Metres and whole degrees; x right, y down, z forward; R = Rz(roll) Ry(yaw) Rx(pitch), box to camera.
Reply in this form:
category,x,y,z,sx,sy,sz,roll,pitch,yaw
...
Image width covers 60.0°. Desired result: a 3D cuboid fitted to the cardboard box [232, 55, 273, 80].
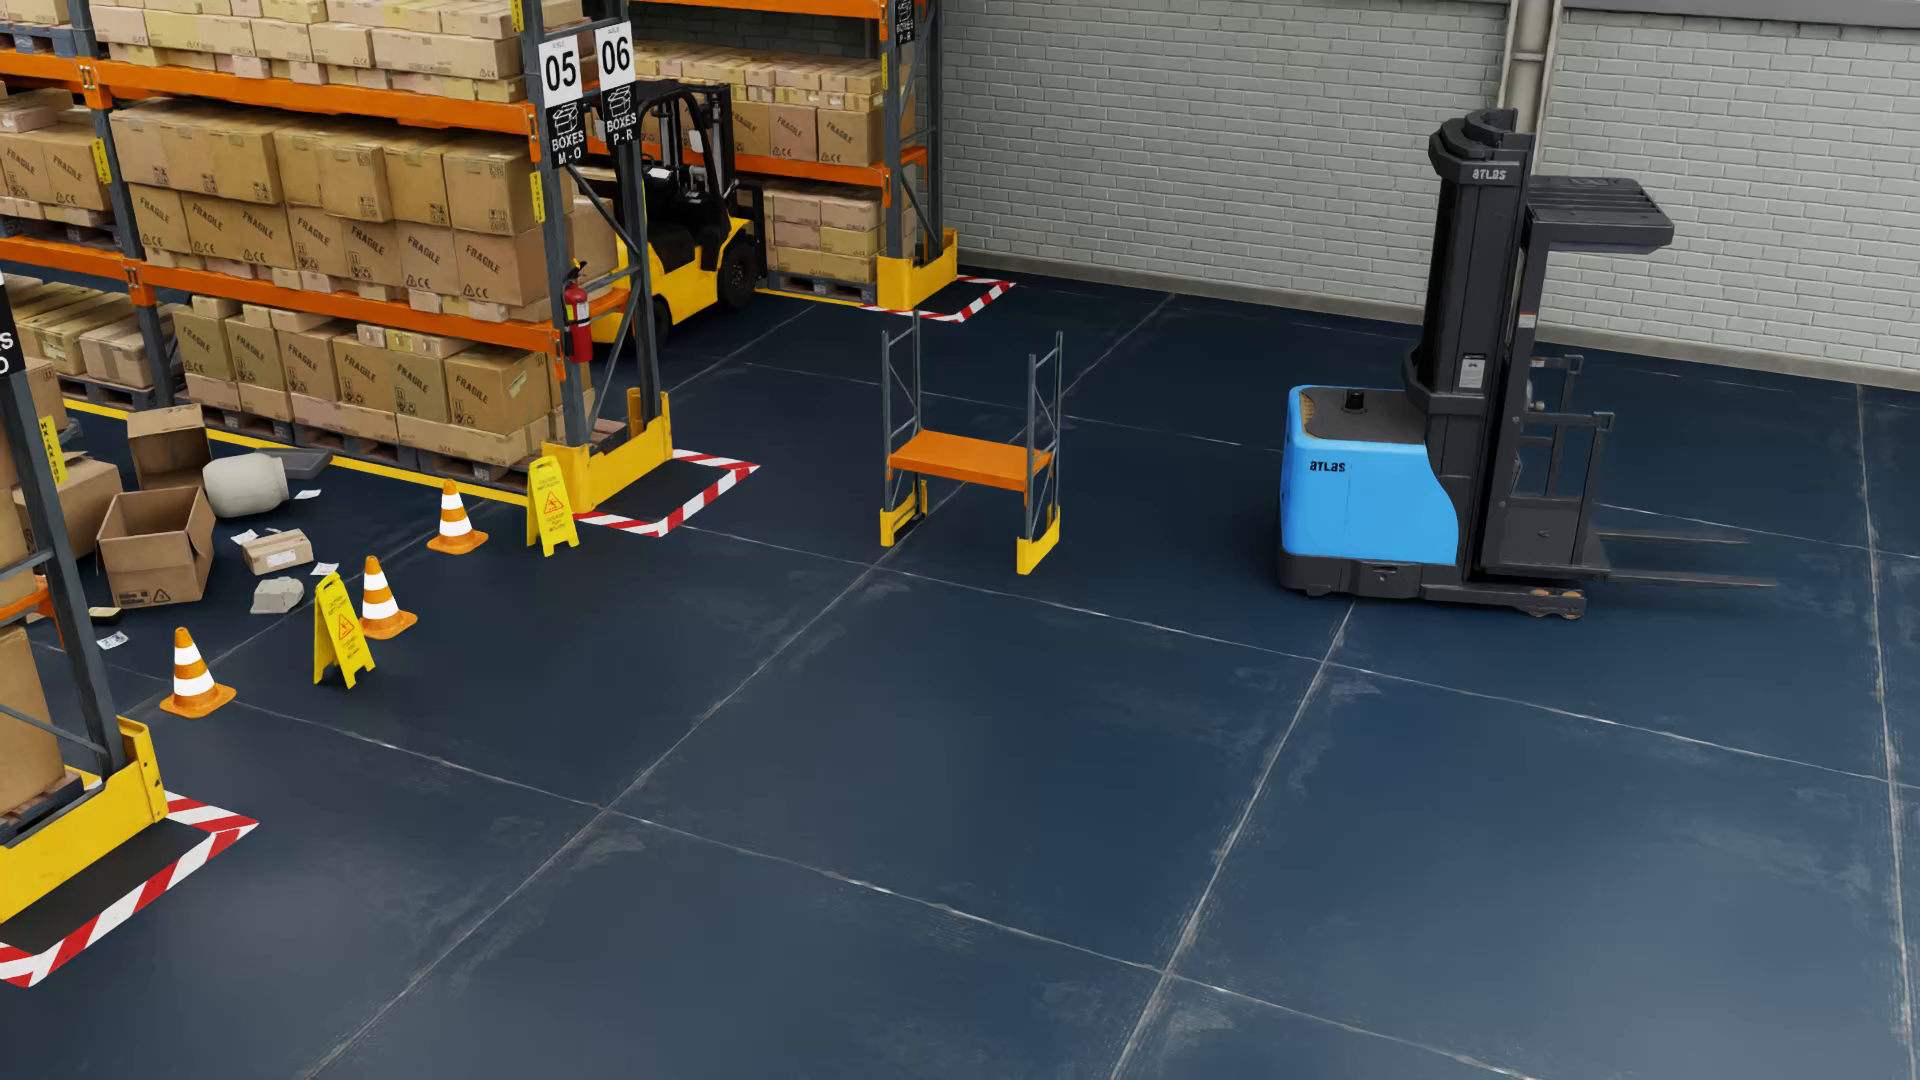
category,x,y,z,sx,sy,sz,roll,pitch,yaw
cardboard box,-4.804,-3.311,11.537,0.250,0.149,0.380,11,28,21

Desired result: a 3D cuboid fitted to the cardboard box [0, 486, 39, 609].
category,x,y,z,sx,sy,sz,roll,pitch,yaw
cardboard box,-4.796,0.119,7.513,0.550,0.550,0.875,11,28,22

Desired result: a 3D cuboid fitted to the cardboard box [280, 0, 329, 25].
category,x,y,z,sx,sy,sz,roll,pitch,yaw
cardboard box,-4.322,-3.574,11.169,0.250,0.149,0.380,12,29,23

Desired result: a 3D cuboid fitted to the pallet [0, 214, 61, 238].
category,x,y,z,sx,sy,sz,roll,pitch,yaw
pallet,-7.946,-2.804,13.837,1.213,0.211,1.003,11,28,22

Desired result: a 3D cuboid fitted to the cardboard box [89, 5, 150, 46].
category,x,y,z,sx,sy,sz,roll,pitch,yaw
cardboard box,-5.836,-3.726,11.929,0.500,0.250,0.500,11,28,21

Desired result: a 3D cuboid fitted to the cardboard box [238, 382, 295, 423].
category,x,y,z,sx,sy,sz,roll,pitch,yaw
cardboard box,-5.208,-1.150,12.897,0.500,0.250,0.500,13,29,25

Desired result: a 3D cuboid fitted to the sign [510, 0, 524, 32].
category,x,y,z,sx,sy,sz,roll,pitch,yaw
sign,-2.730,-3.297,10.222,0.005,0.325,0.100,11,28,22

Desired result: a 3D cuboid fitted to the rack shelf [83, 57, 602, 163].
category,x,y,z,sx,sy,sz,roll,pitch,yaw
rack shelf,-4.303,-3.162,11.765,4.000,0.370,1.077,11,28,22

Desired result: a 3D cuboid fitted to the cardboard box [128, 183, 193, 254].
category,x,y,z,sx,sy,sz,roll,pitch,yaw
cardboard box,-5.838,-2.490,12.532,0.500,0.500,0.500,11,28,22

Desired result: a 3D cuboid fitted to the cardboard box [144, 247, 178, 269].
category,x,y,z,sx,sy,sz,roll,pitch,yaw
cardboard box,-5.970,-2.205,12.688,0.250,0.149,0.380,11,28,22

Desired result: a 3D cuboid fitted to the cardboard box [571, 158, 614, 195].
category,x,y,z,sx,sy,sz,roll,pitch,yaw
cardboard box,-3.762,-3.690,16.924,0.500,0.250,0.500,11,28,21

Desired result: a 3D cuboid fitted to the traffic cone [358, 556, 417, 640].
category,x,y,z,sx,sy,sz,roll,pitch,yaw
traffic cone,-3.558,0.313,10.159,0.334,0.463,0.336,11,28,22

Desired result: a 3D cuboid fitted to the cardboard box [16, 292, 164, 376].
category,x,y,z,sx,sy,sz,roll,pitch,yaw
cardboard box,-7.258,-1.739,13.956,0.625,0.372,0.950,13,29,25

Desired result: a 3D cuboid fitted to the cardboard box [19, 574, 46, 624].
category,x,y,z,sx,sy,sz,roll,pitch,yaw
cardboard box,-5.754,0.305,10.401,0.258,0.266,0.396,17,31,31

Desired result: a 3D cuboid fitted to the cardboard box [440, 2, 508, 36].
category,x,y,z,sx,sy,sz,roll,pitch,yaw
cardboard box,-3.131,-3.370,10.754,0.250,0.149,0.380,12,29,23

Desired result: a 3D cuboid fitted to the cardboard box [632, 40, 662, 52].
category,x,y,z,sx,sy,sz,roll,pitch,yaw
cardboard box,-3.199,-4.928,16.749,0.250,0.149,0.380,11,28,21

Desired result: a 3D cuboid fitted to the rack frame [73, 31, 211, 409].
category,x,y,z,sx,sy,sz,roll,pitch,yaw
rack frame,-6.124,-2.505,13.011,0.127,3.000,1.000,11,28,22

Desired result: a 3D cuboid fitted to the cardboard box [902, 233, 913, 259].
category,x,y,z,sx,sy,sz,roll,pitch,yaw
cardboard box,-0.797,-2.893,16.437,0.500,0.250,0.500,11,28,22

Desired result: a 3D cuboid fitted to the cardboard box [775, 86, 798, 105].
category,x,y,z,sx,sy,sz,roll,pitch,yaw
cardboard box,-1.539,-4.213,15.634,0.250,0.149,0.380,11,28,21

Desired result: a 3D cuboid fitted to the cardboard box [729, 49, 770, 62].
category,x,y,z,sx,sy,sz,roll,pitch,yaw
cardboard box,-2.045,-4.681,16.247,0.250,0.149,0.380,12,28,22

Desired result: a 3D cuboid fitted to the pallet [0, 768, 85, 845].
category,x,y,z,sx,sy,sz,roll,pitch,yaw
pallet,-5.200,1.372,8.294,1.213,0.211,1.003,11,28,22

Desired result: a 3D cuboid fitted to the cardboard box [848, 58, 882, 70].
category,x,y,z,sx,sy,sz,roll,pitch,yaw
cardboard box,-0.865,-4.460,15.799,0.250,0.149,0.380,12,29,24

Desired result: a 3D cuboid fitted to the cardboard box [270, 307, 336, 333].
category,x,y,z,sx,sy,sz,roll,pitch,yaw
cardboard box,-4.894,-1.682,12.395,0.250,0.149,0.380,13,29,25

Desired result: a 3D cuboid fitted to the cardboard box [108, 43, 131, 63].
category,x,y,z,sx,sy,sz,roll,pitch,yaw
cardboard box,-5.939,-3.580,12.085,0.250,0.149,0.380,11,28,21

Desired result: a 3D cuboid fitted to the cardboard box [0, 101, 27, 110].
category,x,y,z,sx,sy,sz,roll,pitch,yaw
cardboard box,-7.529,-3.317,13.002,0.250,0.149,0.380,10,28,20

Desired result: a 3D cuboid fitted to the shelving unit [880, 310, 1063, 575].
category,x,y,z,sx,sy,sz,roll,pitch,yaw
shelving unit,0.069,-0.659,10.960,1.083,1.500,0.587,11,28,22

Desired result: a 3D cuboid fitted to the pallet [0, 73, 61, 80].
category,x,y,z,sx,sy,sz,roll,pitch,yaw
pallet,-10.673,-5.688,19.694,1.213,0.211,1.003,11,28,22

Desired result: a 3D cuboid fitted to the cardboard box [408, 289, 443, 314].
category,x,y,z,sx,sy,sz,roll,pitch,yaw
cardboard box,-3.659,-1.735,11.732,0.250,0.149,0.380,12,29,23

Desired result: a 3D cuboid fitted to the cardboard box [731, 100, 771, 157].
category,x,y,z,sx,sy,sz,roll,pitch,yaw
cardboard box,-1.923,-3.991,15.917,0.500,0.500,0.500,11,28,21

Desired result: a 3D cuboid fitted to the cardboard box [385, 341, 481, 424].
category,x,y,z,sx,sy,sz,roll,pitch,yaw
cardboard box,-3.796,-1.200,12.150,0.500,0.500,0.500,12,29,24

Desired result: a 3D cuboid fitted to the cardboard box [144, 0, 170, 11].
category,x,y,z,sx,sy,sz,roll,pitch,yaw
cardboard box,-5.487,-3.819,11.666,0.250,0.149,0.380,10,28,20

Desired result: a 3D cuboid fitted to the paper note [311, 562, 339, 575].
category,x,y,z,sx,sy,sz,roll,pitch,yaw
paper note,-4.167,0.186,10.907,0.142,0.019,0.148,2,26,4

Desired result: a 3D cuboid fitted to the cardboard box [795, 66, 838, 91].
category,x,y,z,sx,sy,sz,roll,pitch,yaw
cardboard box,-1.331,-4.289,15.452,0.250,0.149,0.380,12,29,23

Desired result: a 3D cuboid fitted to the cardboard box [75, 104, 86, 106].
category,x,y,z,sx,sy,sz,roll,pitch,yaw
cardboard box,-10.616,-5.087,19.877,0.250,0.149,0.380,10,28,19

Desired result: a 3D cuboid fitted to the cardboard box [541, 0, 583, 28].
category,x,y,z,sx,sy,sz,roll,pitch,yaw
cardboard box,-2.721,-3.511,11.041,0.250,0.149,0.380,11,28,21

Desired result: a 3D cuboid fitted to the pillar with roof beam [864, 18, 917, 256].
category,x,y,z,sx,sy,sz,roll,pitch,yaw
pillar with roof beam,-2.474,-5.220,11.734,0.400,9.000,9.100,11,28,22

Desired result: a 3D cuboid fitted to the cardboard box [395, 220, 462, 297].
category,x,y,z,sx,sy,sz,roll,pitch,yaw
cardboard box,-3.544,-2.033,11.604,0.500,0.500,0.500,11,28,22

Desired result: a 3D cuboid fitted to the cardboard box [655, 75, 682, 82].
category,x,y,z,sx,sy,sz,roll,pitch,yaw
cardboard box,-2.738,-4.427,16.069,0.250,0.149,0.380,10,28,20

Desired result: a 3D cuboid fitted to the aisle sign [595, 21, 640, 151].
category,x,y,z,sx,sy,sz,roll,pitch,yaw
aisle sign,-2.298,-3.053,11.181,0.004,0.787,0.394,11,28,22

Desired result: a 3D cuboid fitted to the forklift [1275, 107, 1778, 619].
category,x,y,z,sx,sy,sz,roll,pitch,yaw
forklift,3.590,-1.078,10.190,3.031,2.935,1.130,4,26,8

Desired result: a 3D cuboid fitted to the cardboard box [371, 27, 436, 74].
category,x,y,z,sx,sy,sz,roll,pitch,yaw
cardboard box,-3.512,-3.268,10.999,0.500,0.250,0.500,11,28,21

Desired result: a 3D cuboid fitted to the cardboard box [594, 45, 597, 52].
category,x,y,z,sx,sy,sz,roll,pitch,yaw
cardboard box,-3.622,-4.789,16.465,0.250,0.149,0.380,12,29,23

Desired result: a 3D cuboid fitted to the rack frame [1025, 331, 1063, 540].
category,x,y,z,sx,sy,sz,roll,pitch,yaw
rack frame,0.540,-0.564,10.768,0.032,1.500,0.500,11,28,22

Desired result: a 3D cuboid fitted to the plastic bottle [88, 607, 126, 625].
category,x,y,z,sx,sy,sz,roll,pitch,yaw
plastic bottle,-5.338,0.470,10.296,0.283,0.061,0.133,2,26,4

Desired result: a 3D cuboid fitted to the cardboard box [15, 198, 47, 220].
category,x,y,z,sx,sy,sz,roll,pitch,yaw
cardboard box,-7.189,-2.651,13.118,0.250,0.149,0.380,11,28,21

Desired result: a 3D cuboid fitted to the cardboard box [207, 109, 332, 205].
category,x,y,z,sx,sy,sz,roll,pitch,yaw
cardboard box,-4.911,-2.759,11.946,0.500,0.500,0.700,11,28,21

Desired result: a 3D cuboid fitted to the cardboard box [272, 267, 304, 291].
category,x,y,z,sx,sy,sz,roll,pitch,yaw
cardboard box,-4.809,-1.968,12.205,0.250,0.149,0.380,12,28,22

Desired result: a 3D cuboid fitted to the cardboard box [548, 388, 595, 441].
category,x,y,z,sx,sy,sz,roll,pitch,yaw
cardboard box,-3.102,-0.987,12.566,0.500,0.250,0.500,11,28,21

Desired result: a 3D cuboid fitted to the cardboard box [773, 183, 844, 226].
category,x,y,z,sx,sy,sz,roll,pitch,yaw
cardboard box,-1.447,-3.223,15.976,0.500,0.250,0.500,12,29,23

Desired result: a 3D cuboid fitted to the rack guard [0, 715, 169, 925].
category,x,y,z,sx,sy,sz,roll,pitch,yaw
rack guard,-4.418,1.361,7.989,0.348,0.500,1.175,11,28,22

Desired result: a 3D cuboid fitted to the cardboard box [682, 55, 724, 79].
category,x,y,z,sx,sy,sz,roll,pitch,yaw
cardboard box,-2.465,-4.551,15.983,0.250,0.149,0.380,11,28,22

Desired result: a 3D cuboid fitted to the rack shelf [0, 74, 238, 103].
category,x,y,z,sx,sy,sz,roll,pitch,yaw
rack shelf,-9.534,-5.275,19.453,4.000,0.370,1.077,11,28,22

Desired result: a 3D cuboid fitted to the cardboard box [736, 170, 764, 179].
category,x,y,z,sx,sy,sz,roll,pitch,yaw
cardboard box,-2.161,-3.619,16.781,0.500,0.250,0.500,11,28,21

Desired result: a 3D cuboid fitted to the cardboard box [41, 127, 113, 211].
category,x,y,z,sx,sy,sz,roll,pitch,yaw
cardboard box,-6.639,-2.864,12.815,0.500,0.500,0.500,11,28,21

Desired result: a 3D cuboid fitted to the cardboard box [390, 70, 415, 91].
category,x,y,z,sx,sy,sz,roll,pitch,yaw
cardboard box,-3.594,-3.127,11.163,0.250,0.149,0.380,12,28,22

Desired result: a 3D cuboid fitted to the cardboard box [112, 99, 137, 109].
category,x,y,z,sx,sy,sz,roll,pitch,yaw
cardboard box,-10.190,-5.247,20.202,0.250,0.149,0.380,10,28,19
